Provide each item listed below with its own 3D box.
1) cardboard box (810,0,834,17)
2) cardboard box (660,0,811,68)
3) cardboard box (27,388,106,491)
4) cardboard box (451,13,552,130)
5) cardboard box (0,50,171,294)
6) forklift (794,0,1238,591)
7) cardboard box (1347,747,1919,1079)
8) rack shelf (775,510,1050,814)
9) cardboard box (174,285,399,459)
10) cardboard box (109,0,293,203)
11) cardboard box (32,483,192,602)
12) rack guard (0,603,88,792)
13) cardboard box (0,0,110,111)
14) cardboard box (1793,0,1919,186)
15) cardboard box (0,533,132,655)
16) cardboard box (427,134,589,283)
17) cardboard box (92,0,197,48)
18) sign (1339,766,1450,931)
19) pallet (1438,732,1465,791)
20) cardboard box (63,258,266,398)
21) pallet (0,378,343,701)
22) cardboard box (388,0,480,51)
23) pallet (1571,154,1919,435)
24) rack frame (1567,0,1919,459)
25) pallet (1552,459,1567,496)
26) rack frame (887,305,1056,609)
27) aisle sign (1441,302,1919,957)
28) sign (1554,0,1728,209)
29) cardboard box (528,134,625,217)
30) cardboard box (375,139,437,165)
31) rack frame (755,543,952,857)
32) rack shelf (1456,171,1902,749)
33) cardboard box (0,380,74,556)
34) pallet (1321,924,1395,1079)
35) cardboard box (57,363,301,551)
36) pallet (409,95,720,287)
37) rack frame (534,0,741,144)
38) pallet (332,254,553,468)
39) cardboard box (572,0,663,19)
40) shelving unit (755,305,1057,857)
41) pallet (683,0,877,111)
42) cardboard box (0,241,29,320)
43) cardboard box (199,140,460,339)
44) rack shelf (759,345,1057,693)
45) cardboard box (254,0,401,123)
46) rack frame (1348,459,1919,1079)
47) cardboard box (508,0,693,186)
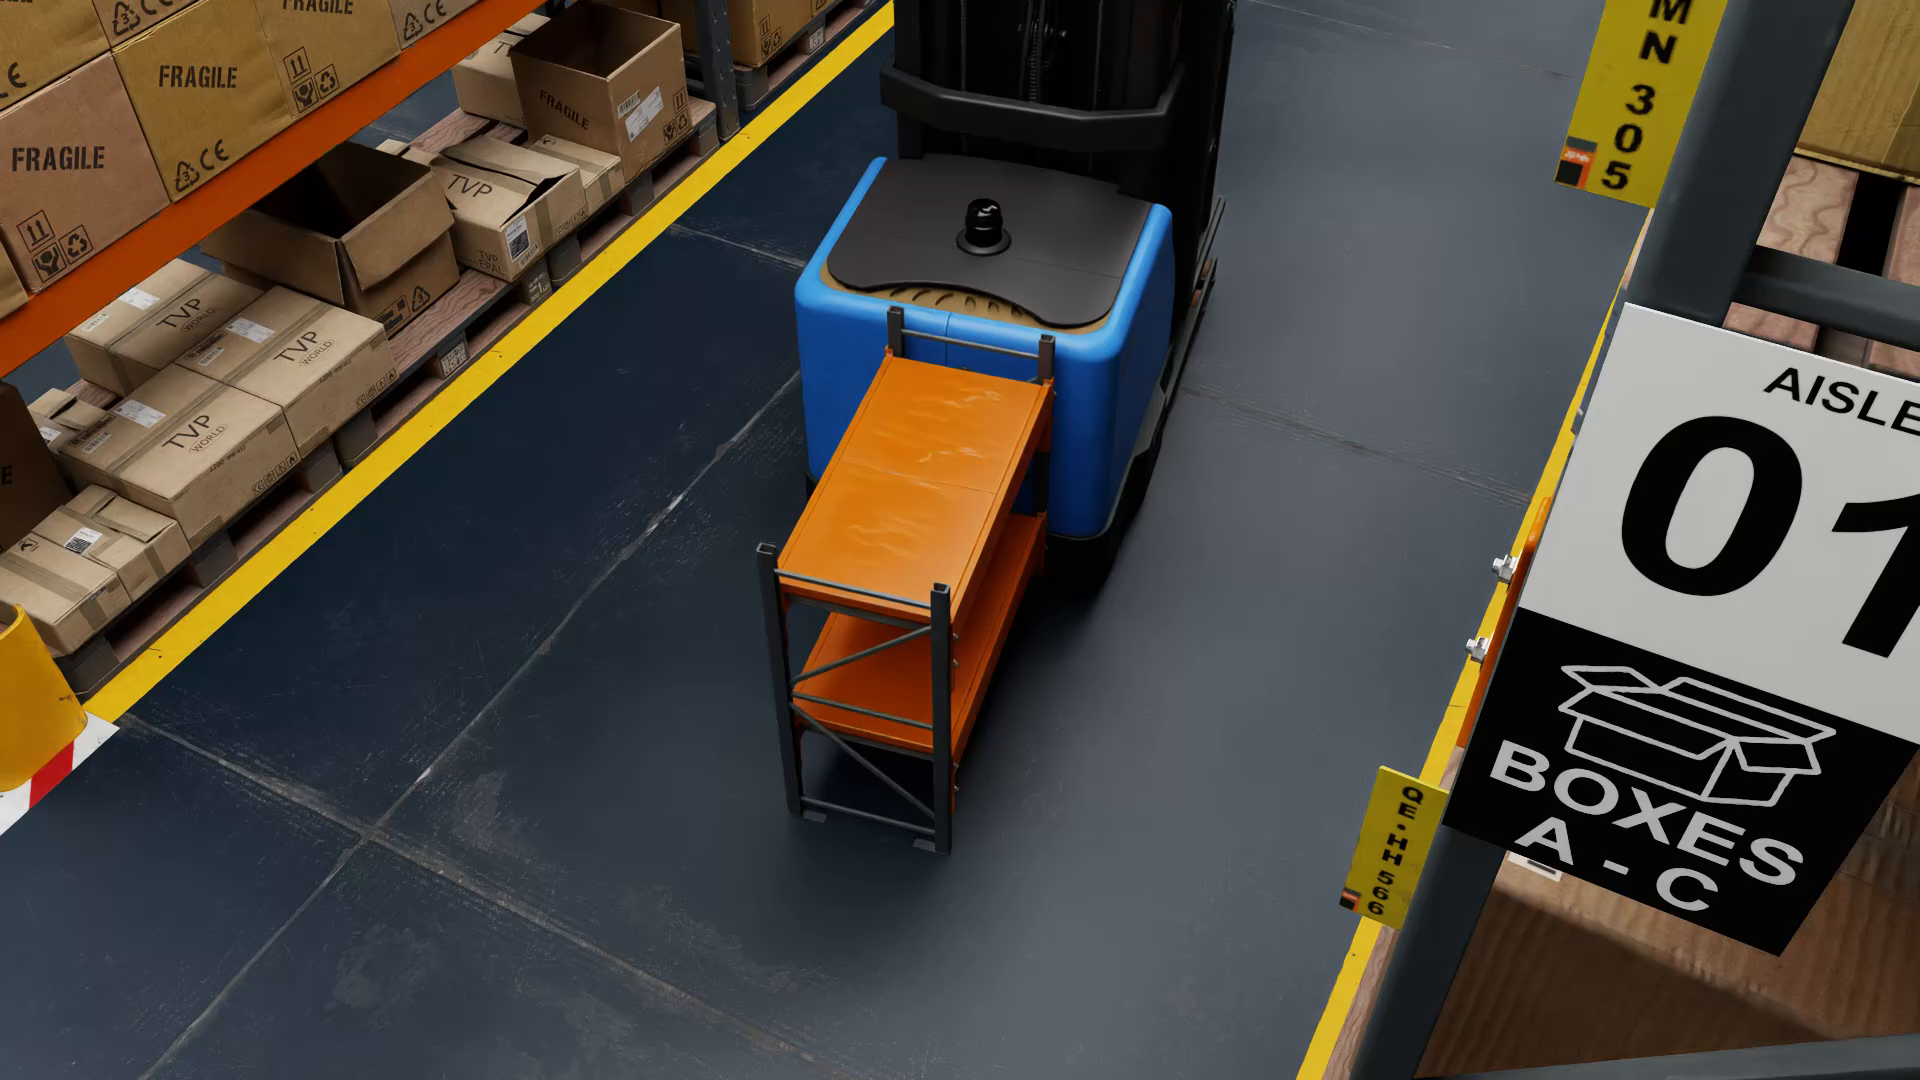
[{"bbox_3d":[-0.794,-2.893,7.948,0.500,0.500,0.500,21,49,20],"label":"cardboard box"},{"bbox_3d":[-1.032,-2.553,7.612,0.500,0.500,0.500,18,48,17],"label":"cardboard box"},{"bbox_3d":[-3.027,-0.341,5.660,0.380,0.166,0.250,20,49,19],"label":"cardboard box"},{"bbox_3d":[-1.859,-2.069,7.267,0.500,0.311,0.500,20,49,19],"label":"cardboard box"},{"bbox_3d":[-2.655,-1.087,4.645,0.500,0.500,0.500,20,49,19],"label":"cardboard box"},{"bbox_3d":[0.399,-1.932,5.598,1.130,2.935,3.031,12,47,12],"label":"forklift"},{"bbox_3d":[1.288,0.670,2.768,0.980,0.700,0.700,23,50,21],"label":"cardboard box"},{"bbox_3d":[-0.118,0.290,5.016,0.538,0.278,1.000,12,47,12],"label":"rack shelf"},{"bbox_3d":[-2.361,-0.600,5.858,0.500,0.250,0.500,20,49,19],"label":"cardboard box"},{"bbox_3d":[-2.419,-1.402,4.957,0.500,0.500,0.500,20,49,19],"label":"cardboard box"},{"bbox_3d":[-2.715,0.001,5.323,0.380,0.166,0.250,20,49,19],"label":"cardboard box"},{"bbox_3d":[-3.294,0.298,5.104,1.175,0.500,0.348,20,49,19],"label":"rack guard"},{"bbox_3d":[-2.654,-1.444,4.295,0.500,0.500,0.500,21,49,19],"label":"cardboard box"},{"bbox_3d":[1.165,-0.633,1.897,0.500,0.250,0.500,22,49,20],"label":"cardboard box"},{"bbox_3d":[-2.831,0.164,5.174,0.380,0.149,0.250,20,49,19],"label":"cardboard box"},{"bbox_3d":[-1.834,-1.337,6.544,0.500,0.311,0.500,20,49,19],"label":"cardboard box"},{"bbox_3d":[-2.417,-1.757,4.604,0.500,0.500,0.500,21,49,20],"label":"cardboard box"},{"bbox_3d":[0.586,0.422,2.243,0.100,0.325,0.005,20,49,19],"label":"sign"},{"bbox_3d":[1.929,0.786,4.825,1.003,0.211,1.213,20,49,19],"label":"pallet"},{"bbox_3d":[-2.828,-0.733,5.990,0.500,0.250,0.500,20,49,19],"label":"cardboard box"},{"bbox_3d":[-2.925,-0.103,5.703,1.003,0.211,1.213,20,49,19],"label":"pallet"},{"bbox_3d":[-1.952,-2.039,5.585,0.500,0.500,0.500,22,49,20],"label":"cardboard box"},{"bbox_3d":[1.395,-0.394,1.983,1.003,0.211,1.213,20,49,19],"label":"pallet"},{"bbox_3d":[1.060,-1.008,0.420,1.000,3.000,0.127,20,49,19],"label":"rack frame"},{"bbox_3d":[2.495,0.014,5.588,1.003,0.211,1.213,20,49,19],"label":"pallet"},{"bbox_3d":[0.031,-0.228,5.184,0.500,1.125,0.032,12,47,12],"label":"rack frame"},{"bbox_3d":[0.761,0.133,1.682,0.394,0.787,0.004,20,49,19],"label":"aisle sign"},{"bbox_3d":[0.586,-0.425,1.385,0.100,0.325,0.005,20,49,19],"label":"sign"},{"bbox_3d":[-1.607,-1.496,6.815,0.380,0.149,0.250,20,49,19],"label":"cardboard box"},{"bbox_3d":[-2.252,-1.470,6.777,0.380,0.166,0.250,20,49,19],"label":"cardboard box"},{"bbox_3d":[-0.266,0.464,4.501,0.500,1.125,0.032,12,47,12],"label":"rack frame"},{"bbox_3d":[1.988,-0.961,2.988,1.077,0.370,4.000,20,49,19],"label":"rack shelf"},{"bbox_3d":[-3.295,-0.233,5.319,0.500,0.500,0.500,20,49,19],"label":"cardboard box"},{"bbox_3d":[1.362,1.551,4.069,1.003,0.211,1.213,20,49,19],"label":"pallet"},{"bbox_3d":[-2.594,-0.285,5.546,0.500,0.250,0.500,20,49,19],"label":"cardboard box"},{"bbox_3d":[-1.792,-1.640,7.223,1.003,0.211,1.213,20,49,19],"label":"pallet"},{"bbox_3d":[-1.473,-3.053,6.658,1.000,3.000,0.127,20,49,19],"label":"rack frame"},{"bbox_3d":[-2.357,-0.869,6.460,1.003,0.211,1.213,20,49,19],"label":"pallet"},{"bbox_3d":[-1.497,-2.734,7.791,0.500,0.500,0.500,20,49,19],"label":"cardboard box"},{"bbox_3d":[-0.118,0.118,4.842,0.538,1.125,1.048,12,47,12],"label":"shelving unit"},{"bbox_3d":[-1.128,-2.597,8.169,1.003,0.211,1.213,20,49,19],"label":"pallet"},{"bbox_3d":[-2.890,-0.760,4.322,0.500,0.500,0.500,21,49,20],"label":"cardboard box"},{"bbox_3d":[-2.340,-1.144,6.218,0.797,0.503,0.637,20,49,19],"label":"cardboard box"},{"bbox_3d":[-0.118,-0.088,4.634,0.538,0.278,1.000,12,47,12],"label":"rack shelf"},{"bbox_3d":[-2.186,-1.717,5.267,0.500,0.500,0.500,21,49,20],"label":"cardboard box"},{"bbox_3d":[1.060,1.100,2.553,1.000,3.000,0.127,20,49,19],"label":"rack frame"},{"bbox_3d":[-1.486,-1.876,6.943,0.500,0.500,0.500,20,49,19],"label":"cardboard box"}]
